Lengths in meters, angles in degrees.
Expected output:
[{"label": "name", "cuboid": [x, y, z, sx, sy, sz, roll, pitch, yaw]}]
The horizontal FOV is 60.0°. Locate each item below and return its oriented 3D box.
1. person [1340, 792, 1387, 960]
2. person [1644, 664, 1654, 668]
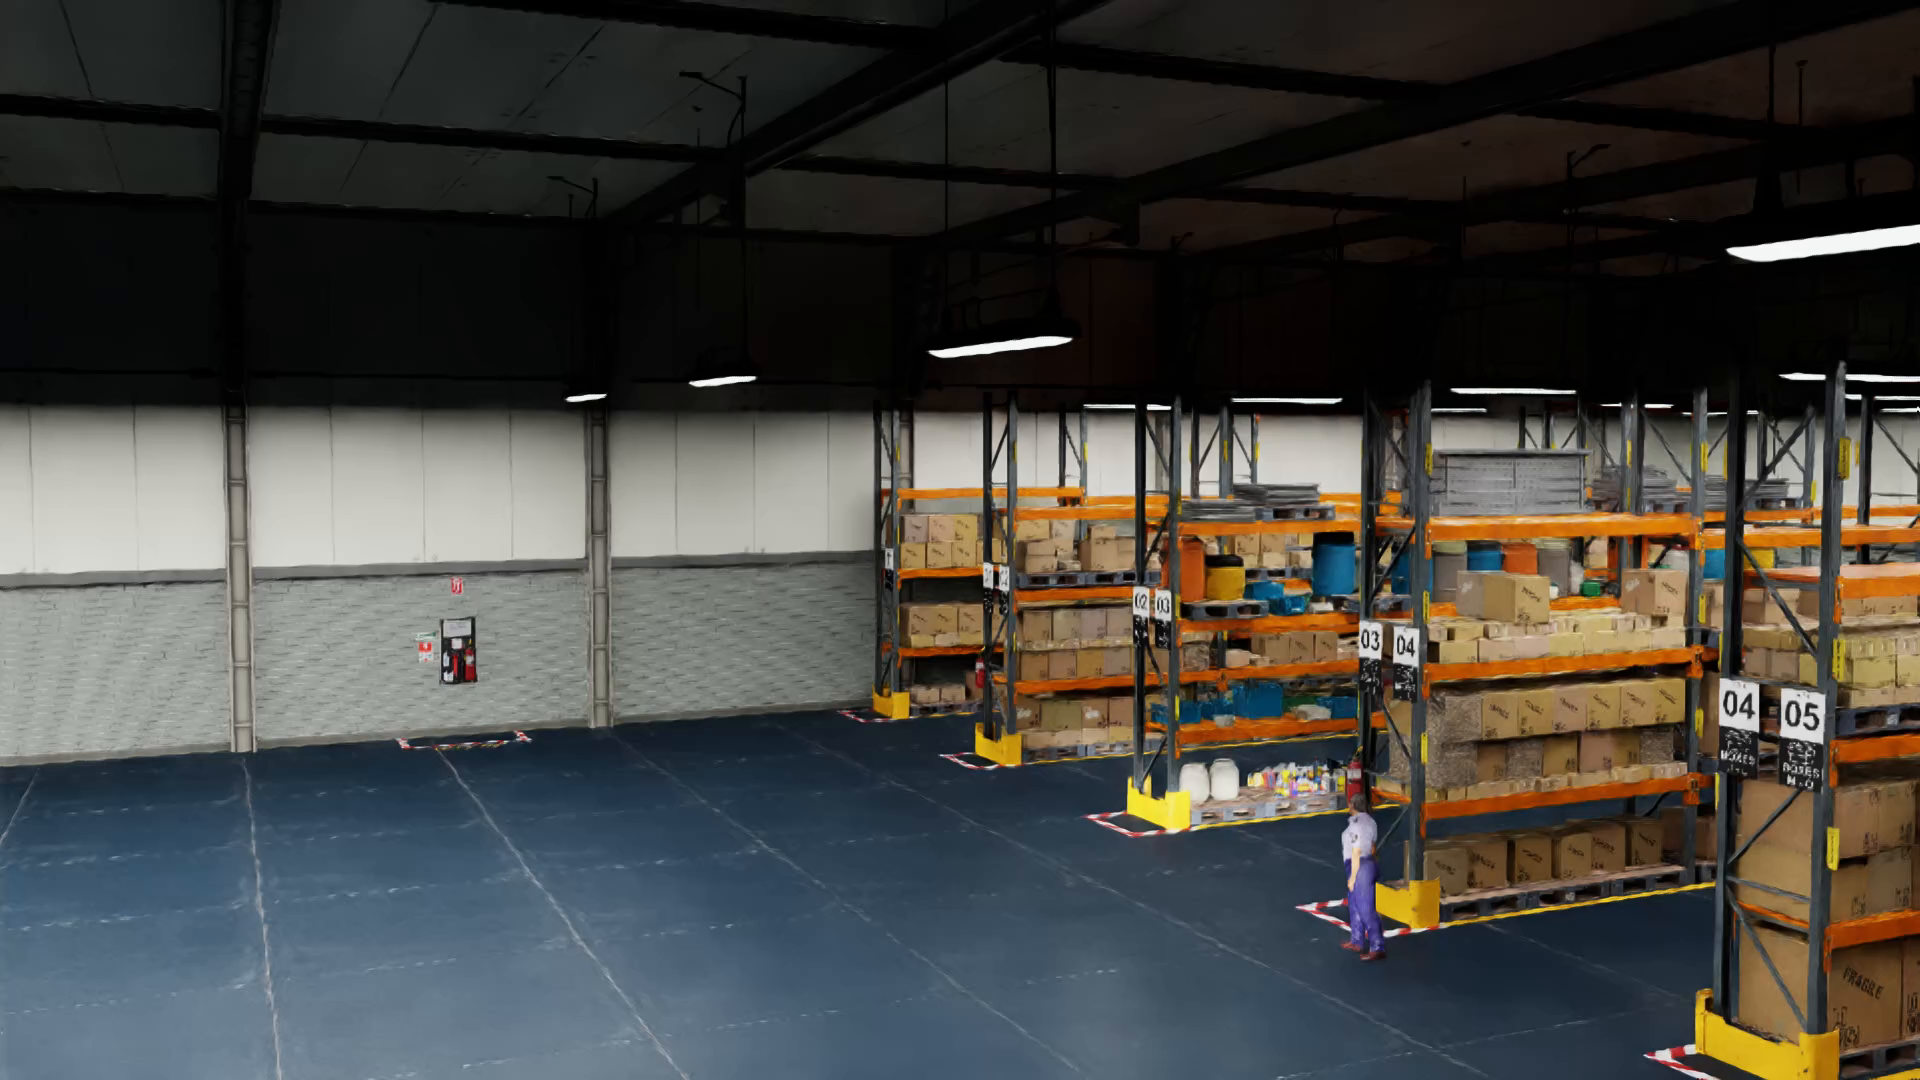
[{"label": "person", "cuboid": [4.070, 3.375, 16.789, 0.560, 1.641, 0.544, 2, 4, 30]}, {"label": "person", "cuboid": [14.745, 2.202, 35.446, 0.671, 1.777, 0.527, -1, 4, -22]}]
